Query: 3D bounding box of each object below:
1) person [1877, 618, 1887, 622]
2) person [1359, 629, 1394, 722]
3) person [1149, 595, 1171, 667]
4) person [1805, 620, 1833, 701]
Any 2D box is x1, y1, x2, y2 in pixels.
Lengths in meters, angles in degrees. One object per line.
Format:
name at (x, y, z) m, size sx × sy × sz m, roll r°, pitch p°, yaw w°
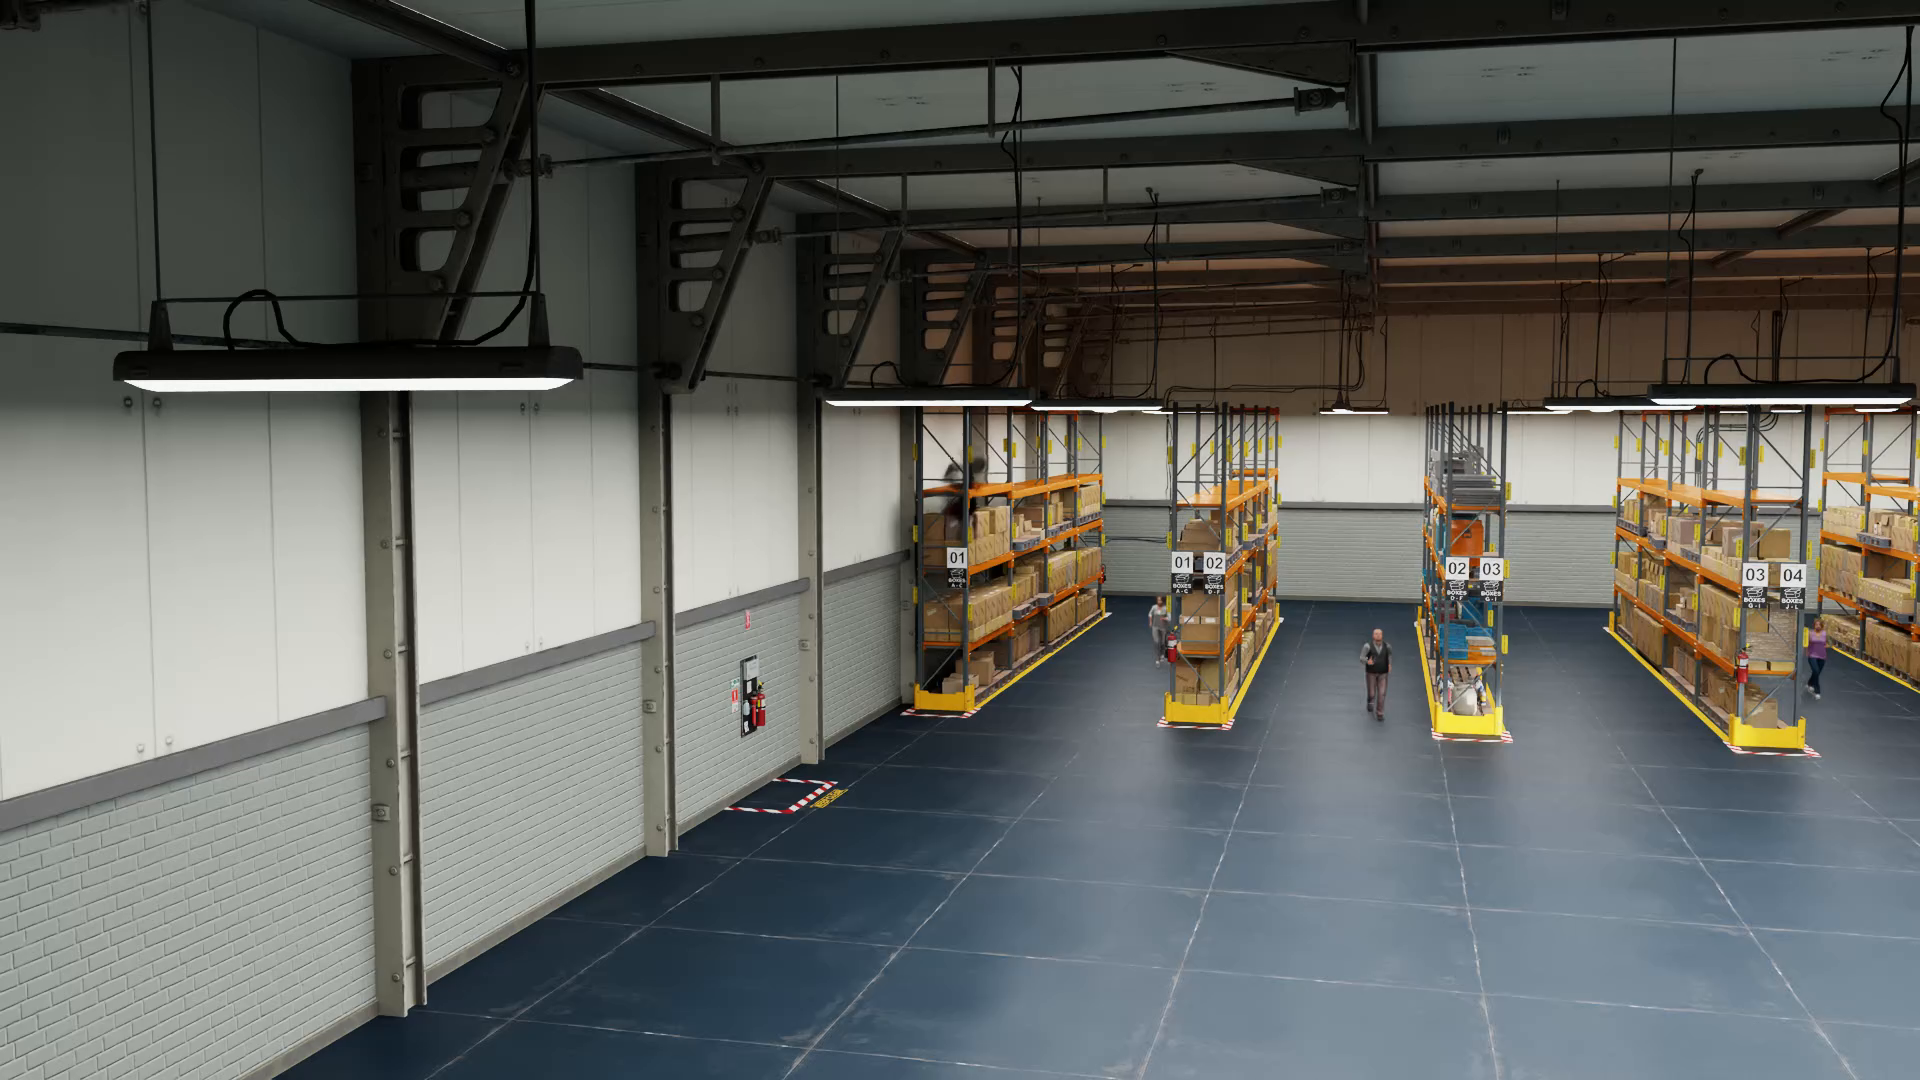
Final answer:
person at (24.069, 1.727, 43.284) m, size 0.610 × 1.594 × 0.556 m, roll -1°, pitch 4°, yaw -19°
person at (7.885, 2.532, 31.411) m, size 0.664 × 1.690 × 0.928 m, roll 1°, pitch 4°, yaw 7°
person at (4.610, 2.071, 38.301) m, size 0.520 × 1.612 × 0.855 m, roll 1°, pitch 4°, yaw 9°
person at (17.464, 2.422, 33.868) m, size 0.520 × 1.621 × 0.810 m, roll 1°, pitch 4°, yaw 10°
